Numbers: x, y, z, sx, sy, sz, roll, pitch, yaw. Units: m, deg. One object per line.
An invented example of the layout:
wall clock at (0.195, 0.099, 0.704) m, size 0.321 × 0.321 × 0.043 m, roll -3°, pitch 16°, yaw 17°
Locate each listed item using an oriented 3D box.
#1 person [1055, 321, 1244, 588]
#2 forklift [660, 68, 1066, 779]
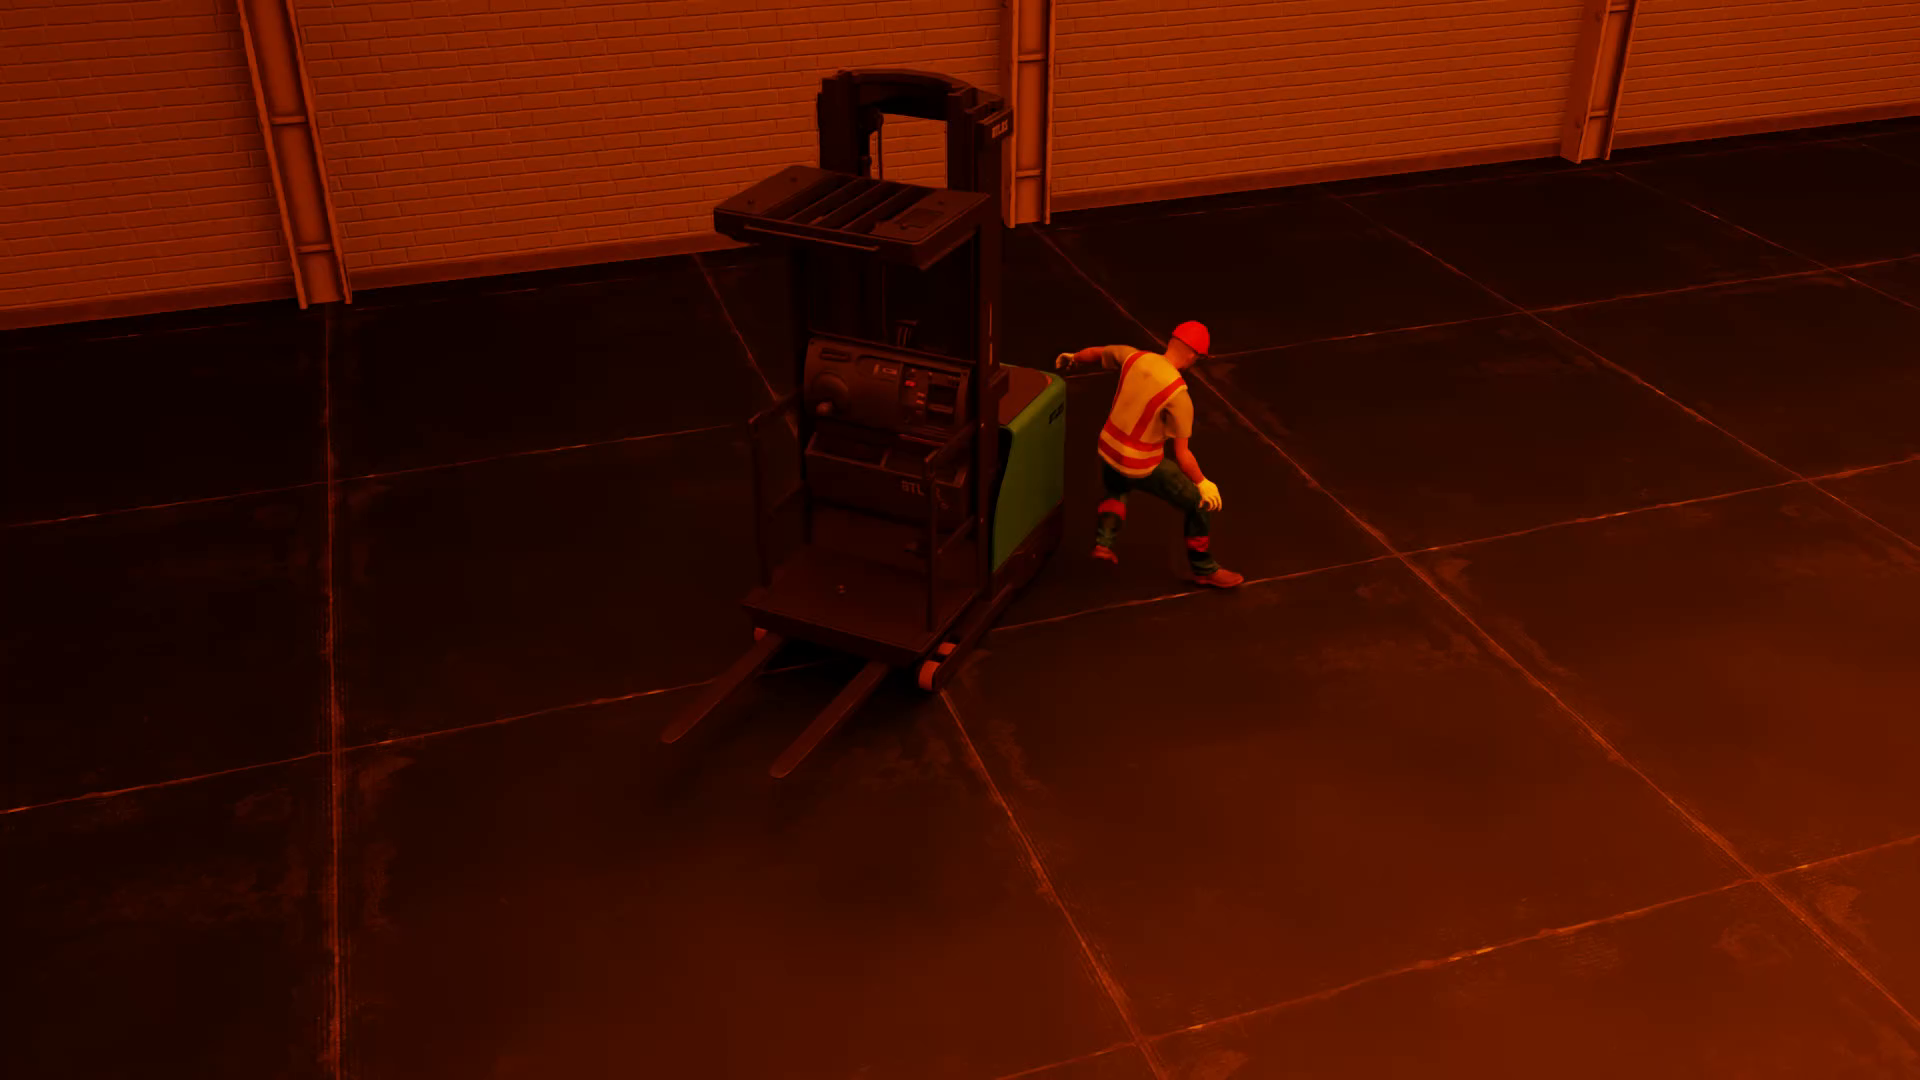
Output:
person at (1.007, -0.533, 9.389) m, size 0.766 × 1.580 × 1.234 m, roll -17°, pitch 34°, yaw -26°
forklift at (-0.472, -0.728, 8.352) m, size 1.130 × 2.935 × 3.031 m, roll 14°, pitch 33°, yaw 22°
